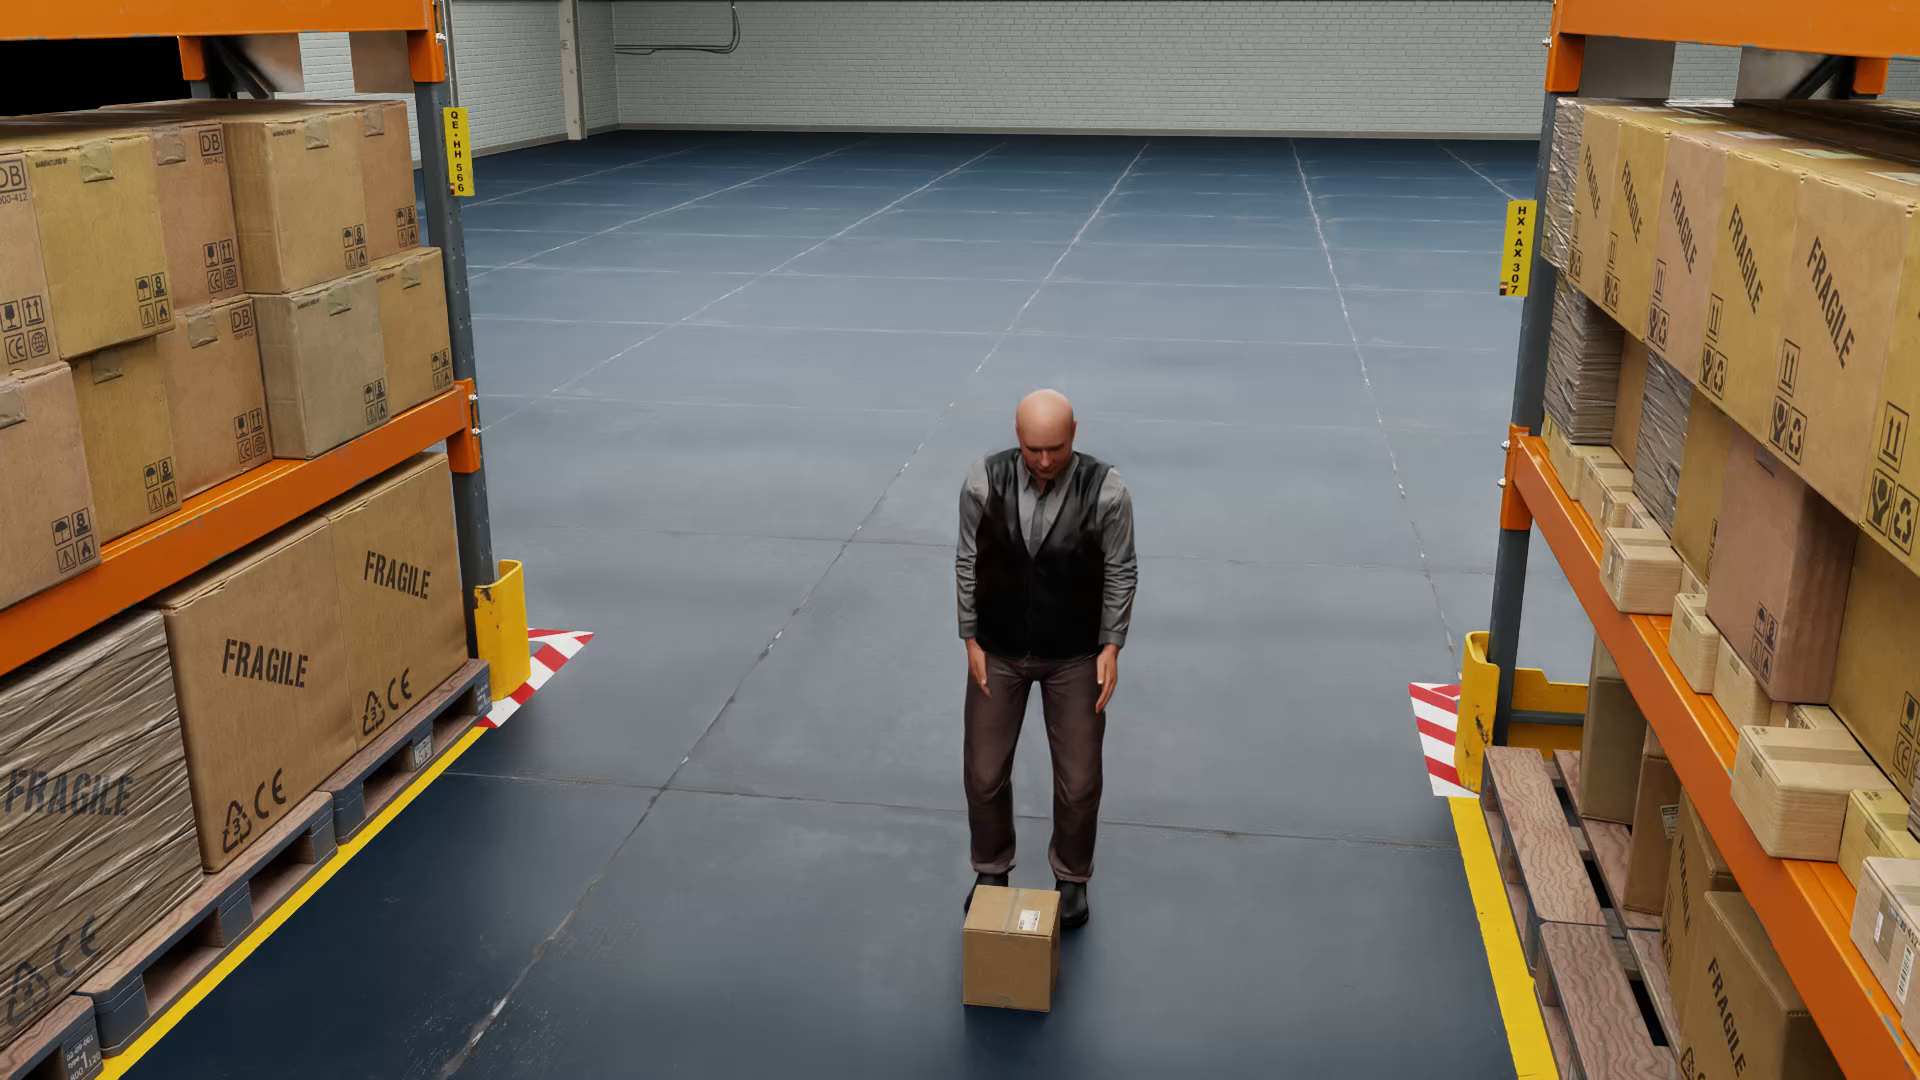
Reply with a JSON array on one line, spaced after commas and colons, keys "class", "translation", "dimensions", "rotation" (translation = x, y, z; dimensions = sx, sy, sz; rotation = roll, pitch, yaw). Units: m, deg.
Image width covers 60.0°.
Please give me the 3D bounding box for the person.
[{"class": "person", "translation": [0.258, 0.354, 5.063], "dimensions": [0.552, 1.685, 0.403], "rotation": [3, 18, 10]}]
